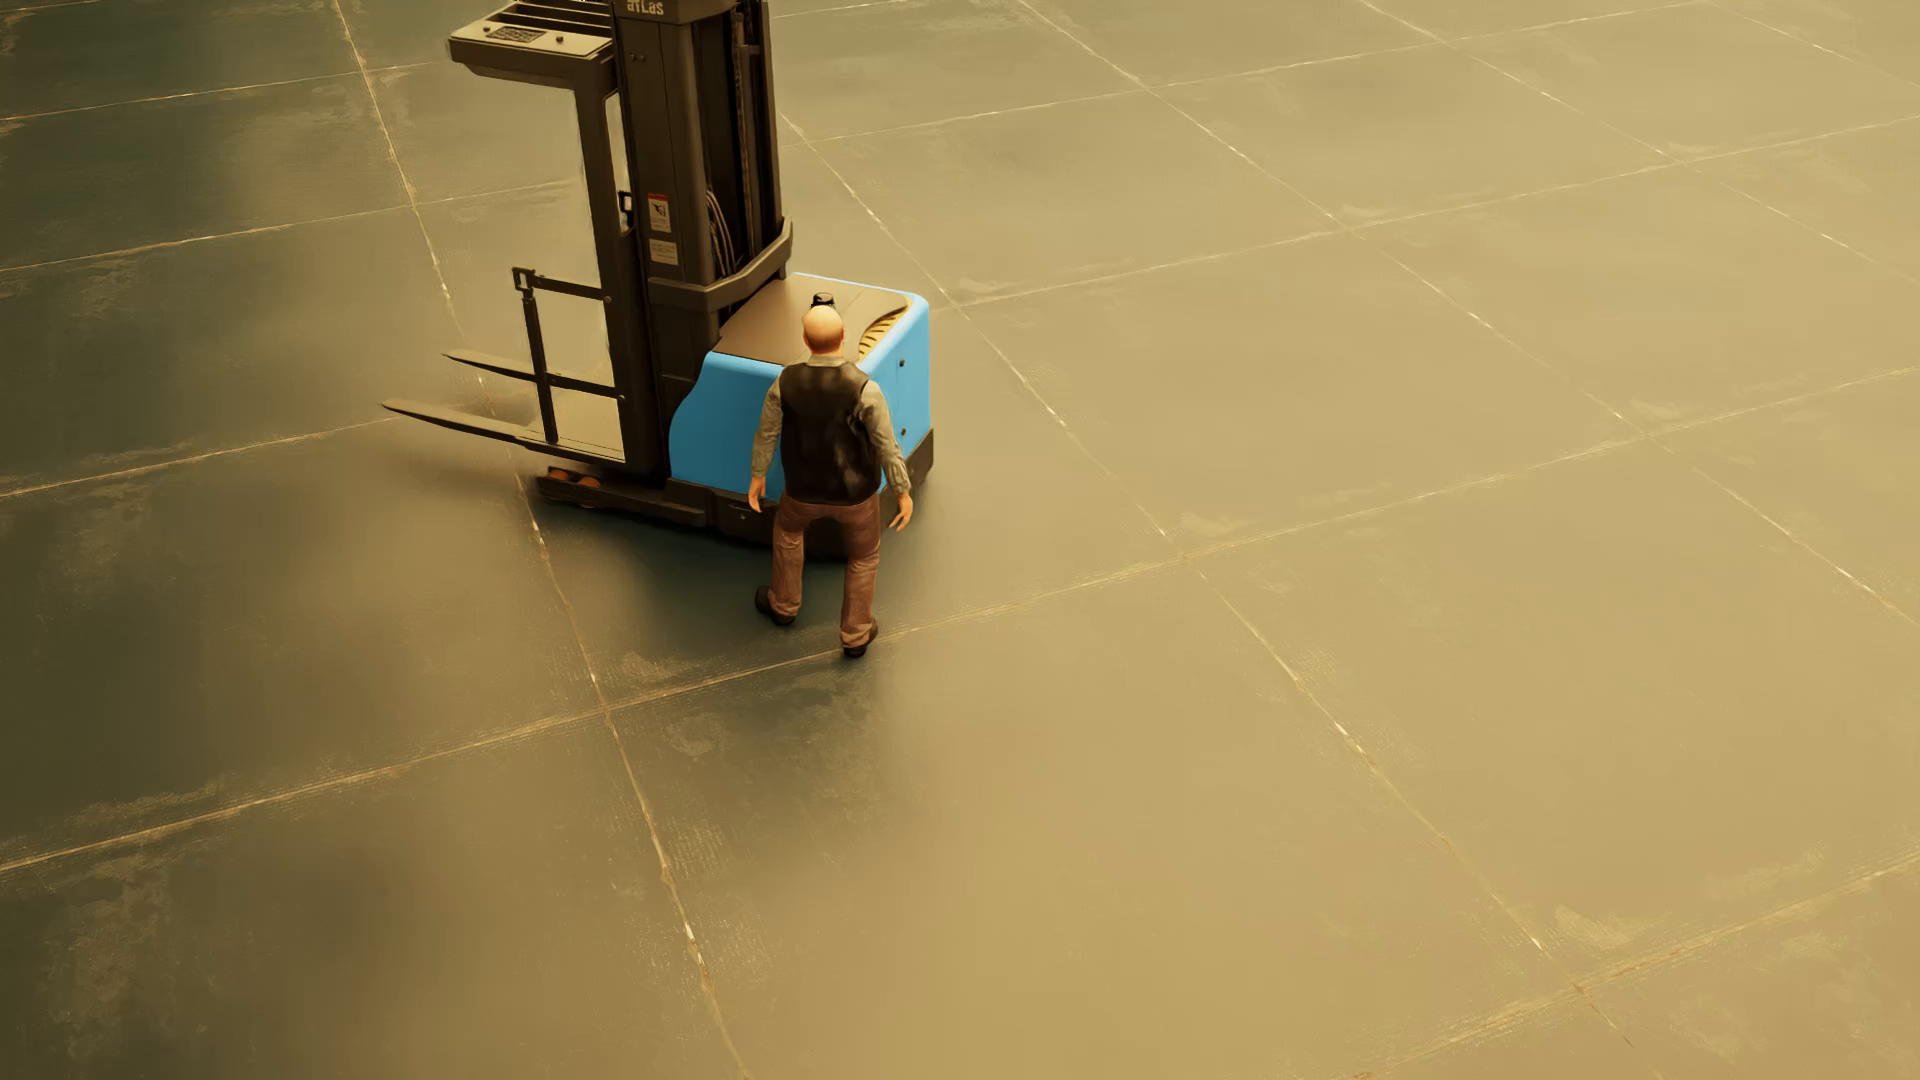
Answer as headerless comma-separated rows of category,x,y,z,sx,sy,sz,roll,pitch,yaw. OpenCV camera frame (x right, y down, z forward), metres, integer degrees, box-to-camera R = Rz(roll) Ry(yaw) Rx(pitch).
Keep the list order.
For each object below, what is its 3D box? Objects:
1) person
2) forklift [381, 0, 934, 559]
person,-0.609,-0.248,7.527,0.849,1.693,0.409,7,36,9
forklift,-1.714,-1.632,8.394,3.031,2.935,1.130,13,37,17
